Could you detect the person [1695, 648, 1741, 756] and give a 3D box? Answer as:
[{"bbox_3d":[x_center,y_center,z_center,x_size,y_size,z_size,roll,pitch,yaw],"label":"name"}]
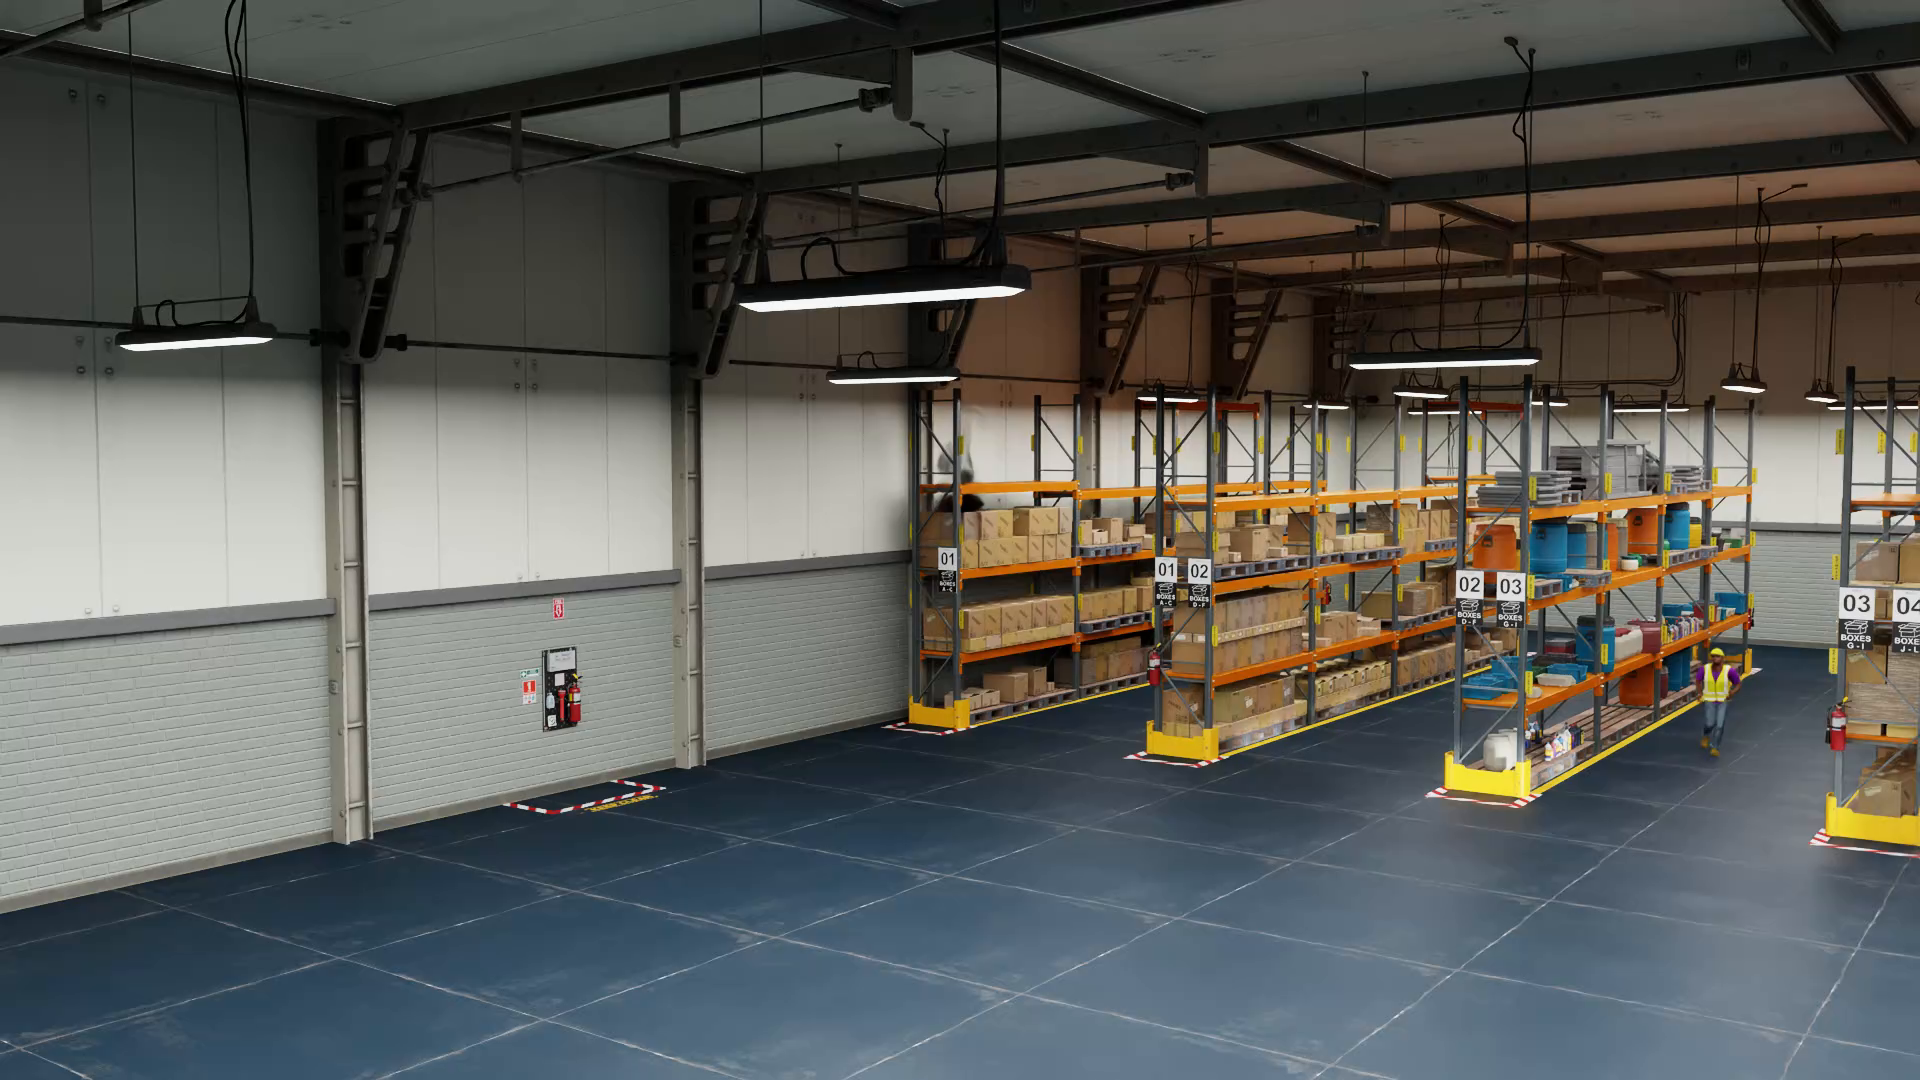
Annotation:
[{"bbox_3d":[12.237,2.611,26.866,0.686,1.731,0.617,2,4,27],"label":"person"}]
